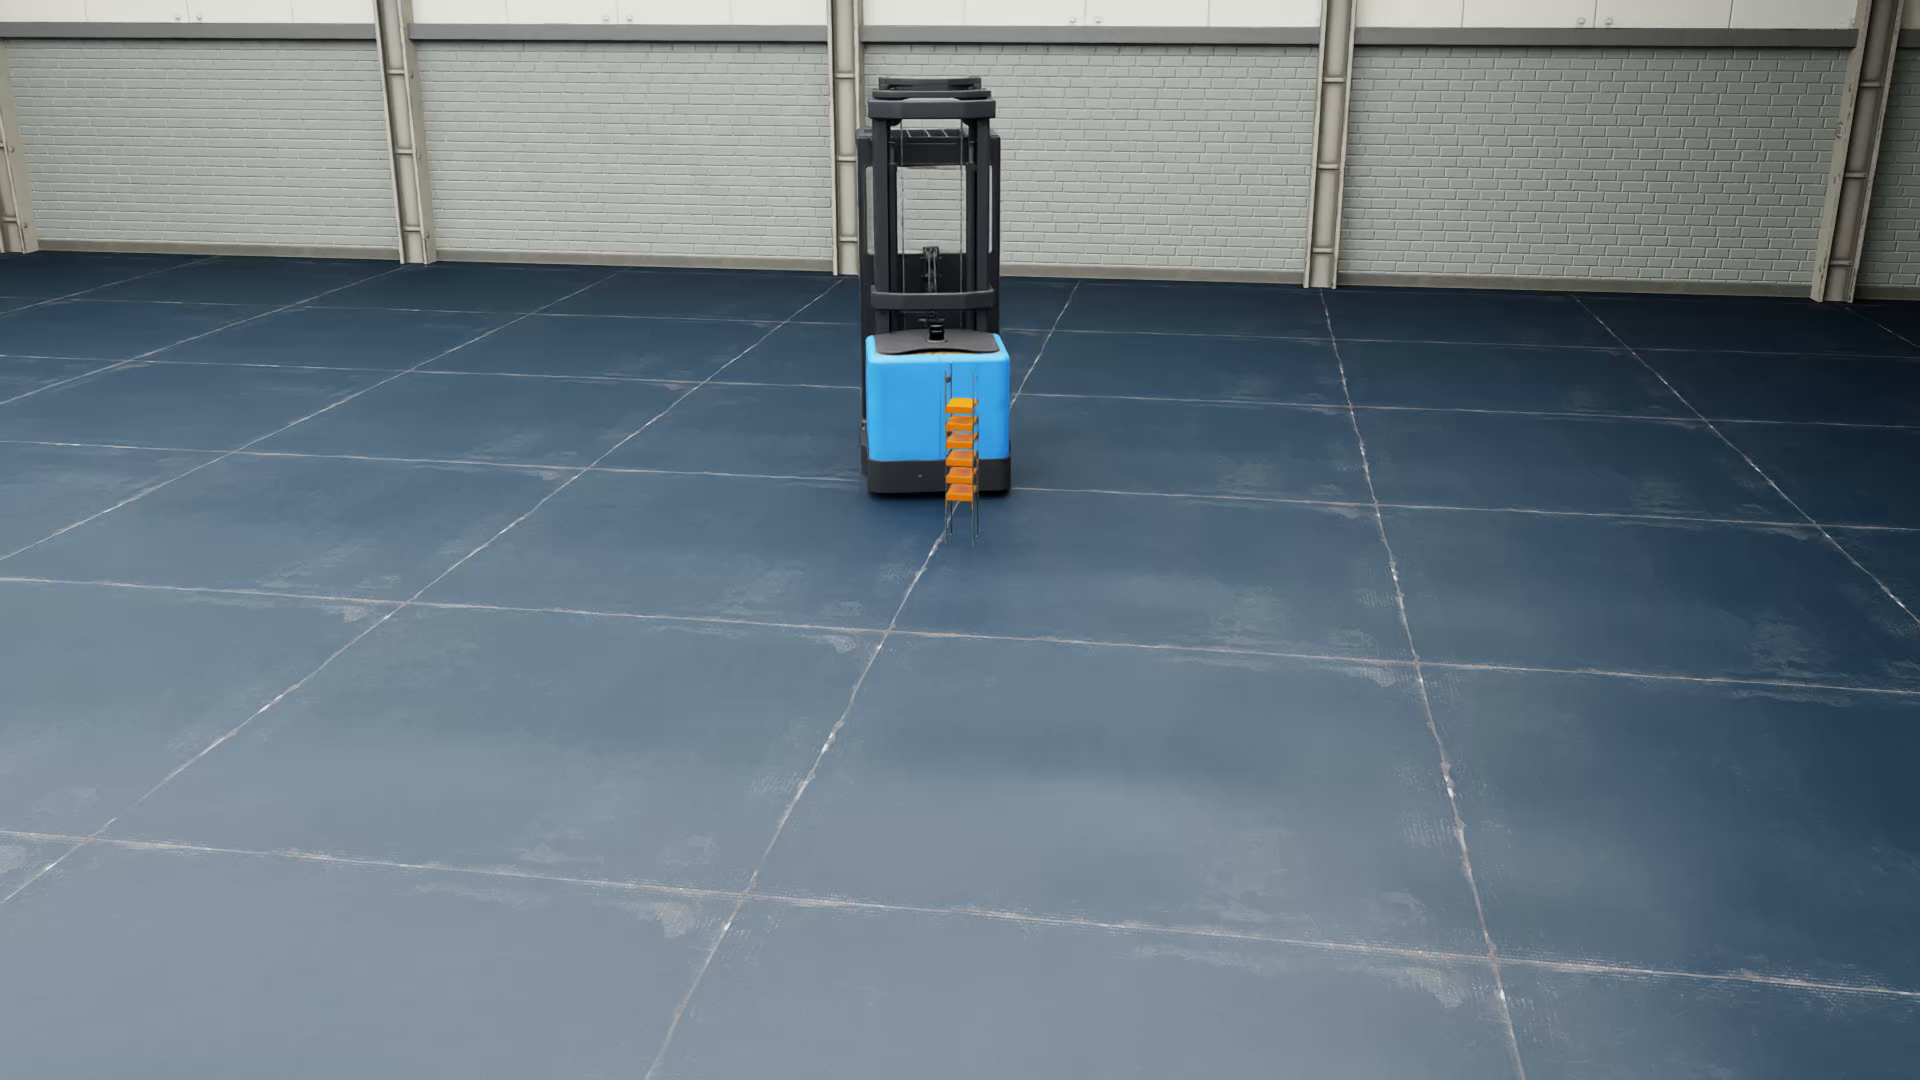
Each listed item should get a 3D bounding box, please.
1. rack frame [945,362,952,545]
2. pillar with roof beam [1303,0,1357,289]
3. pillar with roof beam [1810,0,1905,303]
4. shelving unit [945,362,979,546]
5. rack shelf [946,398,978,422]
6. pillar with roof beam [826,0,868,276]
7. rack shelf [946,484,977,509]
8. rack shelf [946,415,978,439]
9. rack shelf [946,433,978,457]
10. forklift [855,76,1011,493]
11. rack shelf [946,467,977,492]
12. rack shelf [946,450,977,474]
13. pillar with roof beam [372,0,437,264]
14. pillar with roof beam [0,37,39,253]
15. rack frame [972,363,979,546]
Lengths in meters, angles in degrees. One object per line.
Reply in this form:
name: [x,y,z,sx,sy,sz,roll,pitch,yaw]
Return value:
rack frame: [-0.076,-0.573,11.124,0.006,1.200,0.240,3,19,9]
pillar with roof beam: [3.814,-6.094,15.335,0.400,9.000,9.100,3,19,9]
pillar with roof beam: [9.738,-5.792,14.432,0.400,9.000,9.100,3,19,9]
shelving unit: [0.014,-0.568,11.111,0.189,1.200,0.258,3,19,9]
rack shelf: [0.014,-0.868,11.010,0.180,0.103,0.258,3,19,9]
pillar with roof beam: [-2.110,-6.396,16.237,0.400,9.000,9.100,3,19,9]
rack shelf: [0.014,-0.299,11.201,0.180,0.103,0.258,3,19,9]
rack shelf: [0.014,-0.754,11.048,0.180,0.103,0.258,3,19,9]
rack shelf: [0.014,-0.640,11.087,0.180,0.103,0.258,3,19,9]
forklift: [-0.255,-2.152,13.115,1.130,2.935,3.031,-1,19,-4]
rack shelf: [0.014,-0.412,11.163,0.180,0.103,0.258,3,19,9]
rack shelf: [0.014,-0.526,11.125,0.180,0.103,0.258,3,19,9]
pillar with roof beam: [-8.034,-6.698,17.140,0.400,9.000,9.100,3,19,9]
pillar with roof beam: [-13.959,-7.000,18.042,0.400,9.000,9.100,3,19,9]
rack frame: [0.105,-0.564,11.097,0.006,1.200,0.240,3,19,9]
